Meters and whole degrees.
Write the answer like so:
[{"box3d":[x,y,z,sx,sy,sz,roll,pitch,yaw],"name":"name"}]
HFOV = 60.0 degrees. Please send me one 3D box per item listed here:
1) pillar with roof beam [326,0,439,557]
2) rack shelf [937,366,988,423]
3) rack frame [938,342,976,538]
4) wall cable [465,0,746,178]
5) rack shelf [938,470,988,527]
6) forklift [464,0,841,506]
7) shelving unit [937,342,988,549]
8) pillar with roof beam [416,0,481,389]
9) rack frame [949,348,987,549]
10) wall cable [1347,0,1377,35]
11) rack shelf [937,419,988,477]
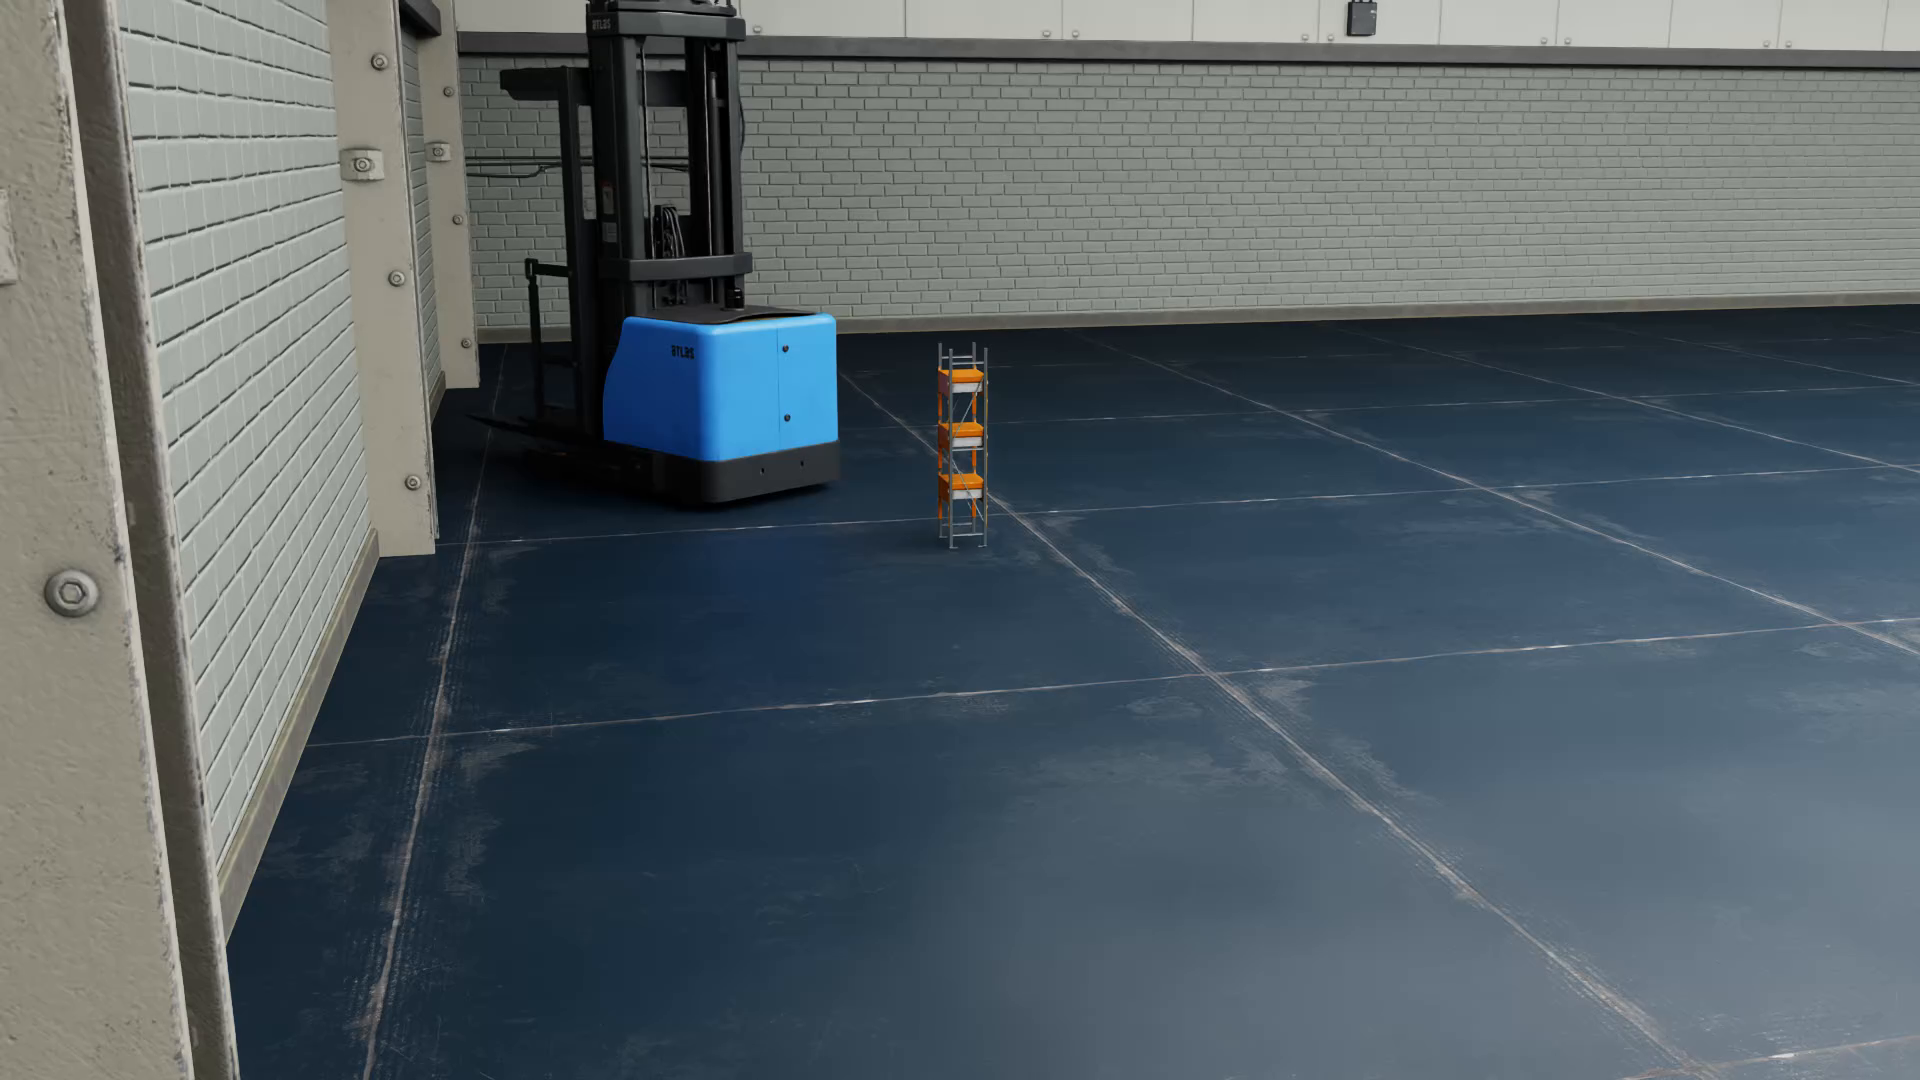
[{"box3d":[1.260,-4.577,8.699,9.100,9.000,0.400,-3,14,-13],"name":"pillar with roof beam"},{"box3d":[0.013,-0.763,8.687,0.215,0.259,0.240,-3,14,-13],"name":"rack shelf"},{"box3d":[-0.016,-0.526,8.867,0.200,1.050,0.008,-3,14,-13],"name":"rack frame"},{"box3d":[-3.741,-4.966,16.834,3.097,2.526,0.112,-3,14,-13],"name":"wall cable"},{"box3d":[0.013,-0.217,8.820,0.215,0.259,0.240,-3,14,-13],"name":"rack shelf"},{"box3d":[-2.137,-1.894,10.504,3.031,2.935,1.130,13,19,42],"name":"forklift"},{"box3d":[0.013,-0.498,8.752,0.215,1.050,0.252,-3,14,-13],"name":"shelving unit"},{"box3d":[-0.150,-5.961,14.365,9.100,9.000,0.400,-3,14,-13],"name":"pillar with roof beam"},{"box3d":[0.041,-0.470,8.637,0.200,1.050,0.008,-3,14,-13],"name":"rack frame"},{"box3d":[5.491,-8.652,18.213,2.305,6.003,0.169,-3,14,-13],"name":"wall cable"},{"box3d":[0.013,-0.487,8.754,0.215,0.259,0.240,-3,14,-13],"name":"rack shelf"}]
